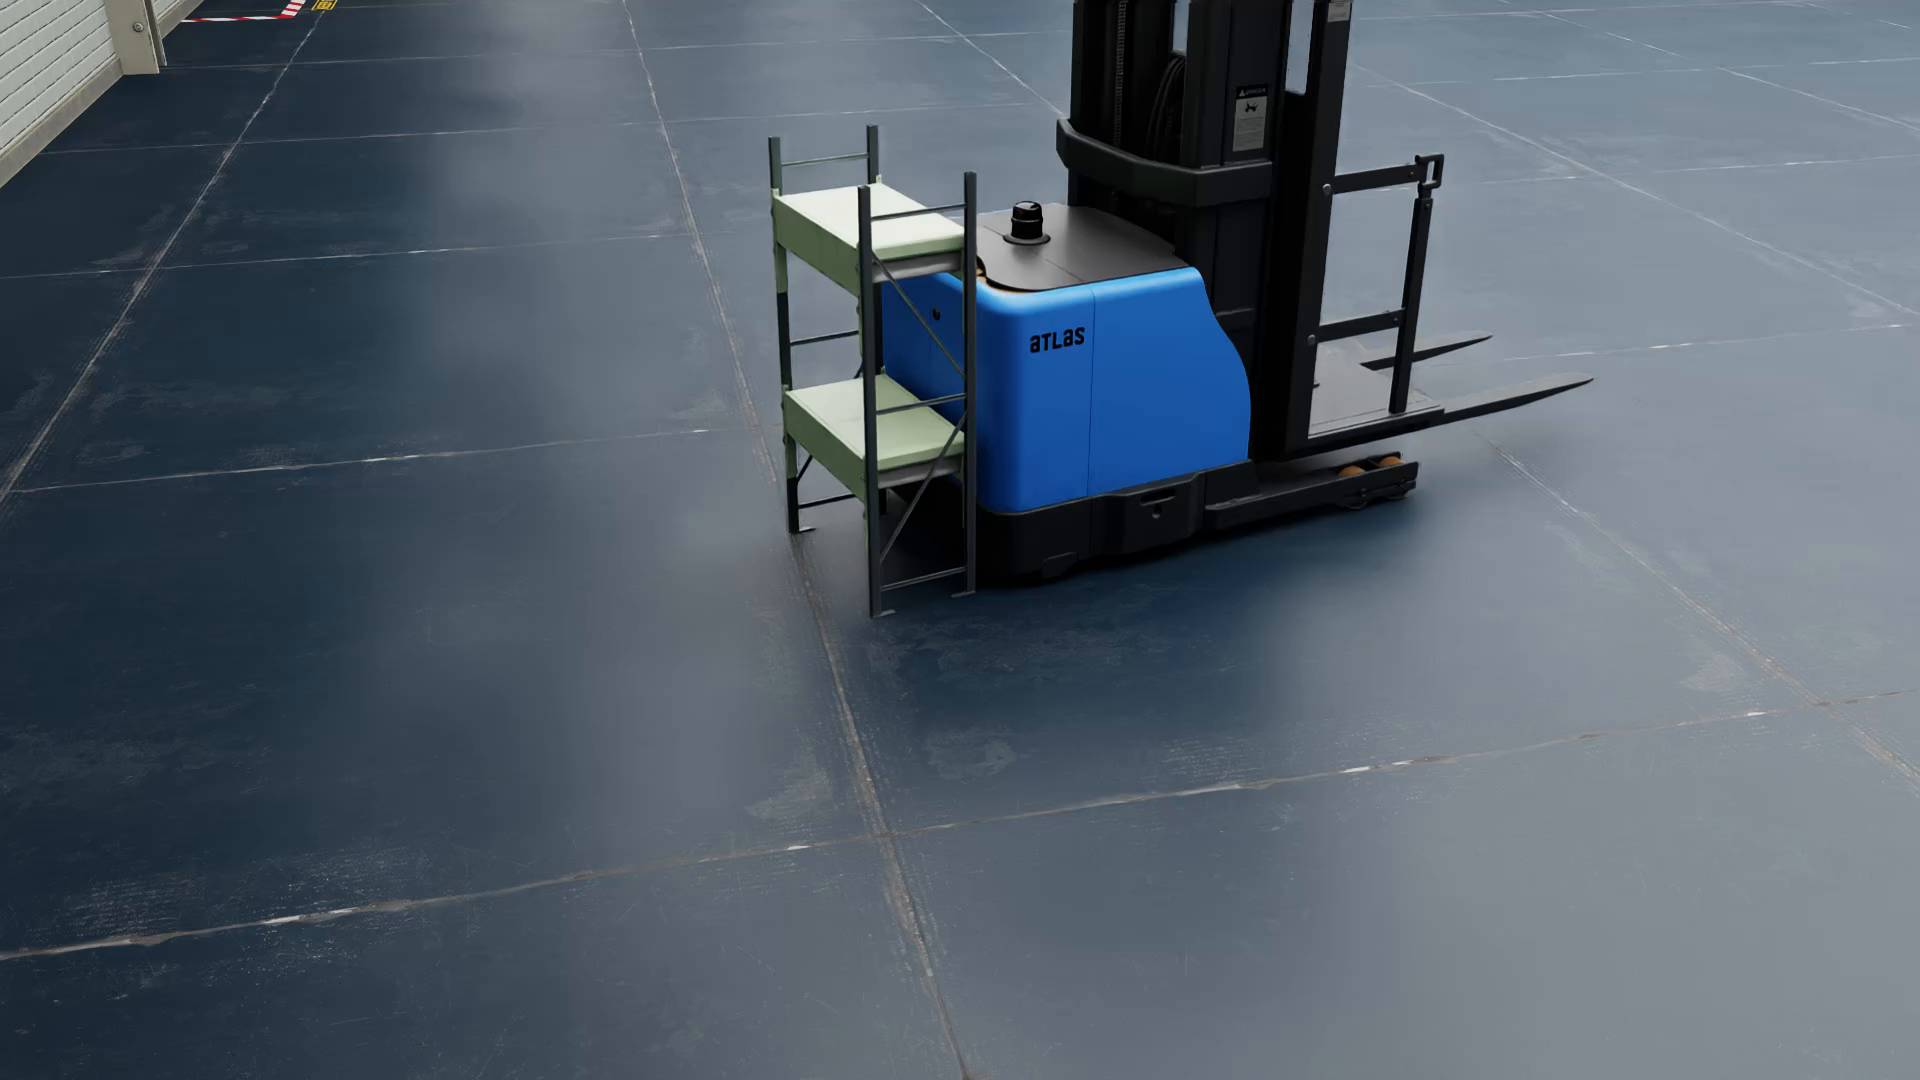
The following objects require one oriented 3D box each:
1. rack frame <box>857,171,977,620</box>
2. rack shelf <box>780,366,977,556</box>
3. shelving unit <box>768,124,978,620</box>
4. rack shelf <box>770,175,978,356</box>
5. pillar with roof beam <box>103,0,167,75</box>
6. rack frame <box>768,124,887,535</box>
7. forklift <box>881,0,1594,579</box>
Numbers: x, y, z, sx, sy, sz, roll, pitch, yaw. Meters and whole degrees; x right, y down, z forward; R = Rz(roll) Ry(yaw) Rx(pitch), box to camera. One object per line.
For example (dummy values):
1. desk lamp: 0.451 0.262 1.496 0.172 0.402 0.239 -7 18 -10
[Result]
1. rack frame: -0.129 -0.442 5.460 0.400 1.500 0.023 -13 30 -24
2. rack shelf: -0.298 -0.297 5.897 0.431 0.370 0.720 -13 30 -24
3. shelving unit: -0.298 -0.588 5.750 0.431 1.500 0.755 -13 30 -24
4. rack shelf: -0.298 -0.936 5.574 0.431 0.370 0.720 -13 30 -24
5. pillar with roof beam: -2.791 -8.477 13.059 9.100 9.000 0.400 -6 27 -12
6. rack frame: -0.467 -0.734 6.040 0.400 1.500 0.023 -13 30 -24
7. forklift: 1.228 -1.625 6.216 3.031 2.935 1.130 -13 30 -24
